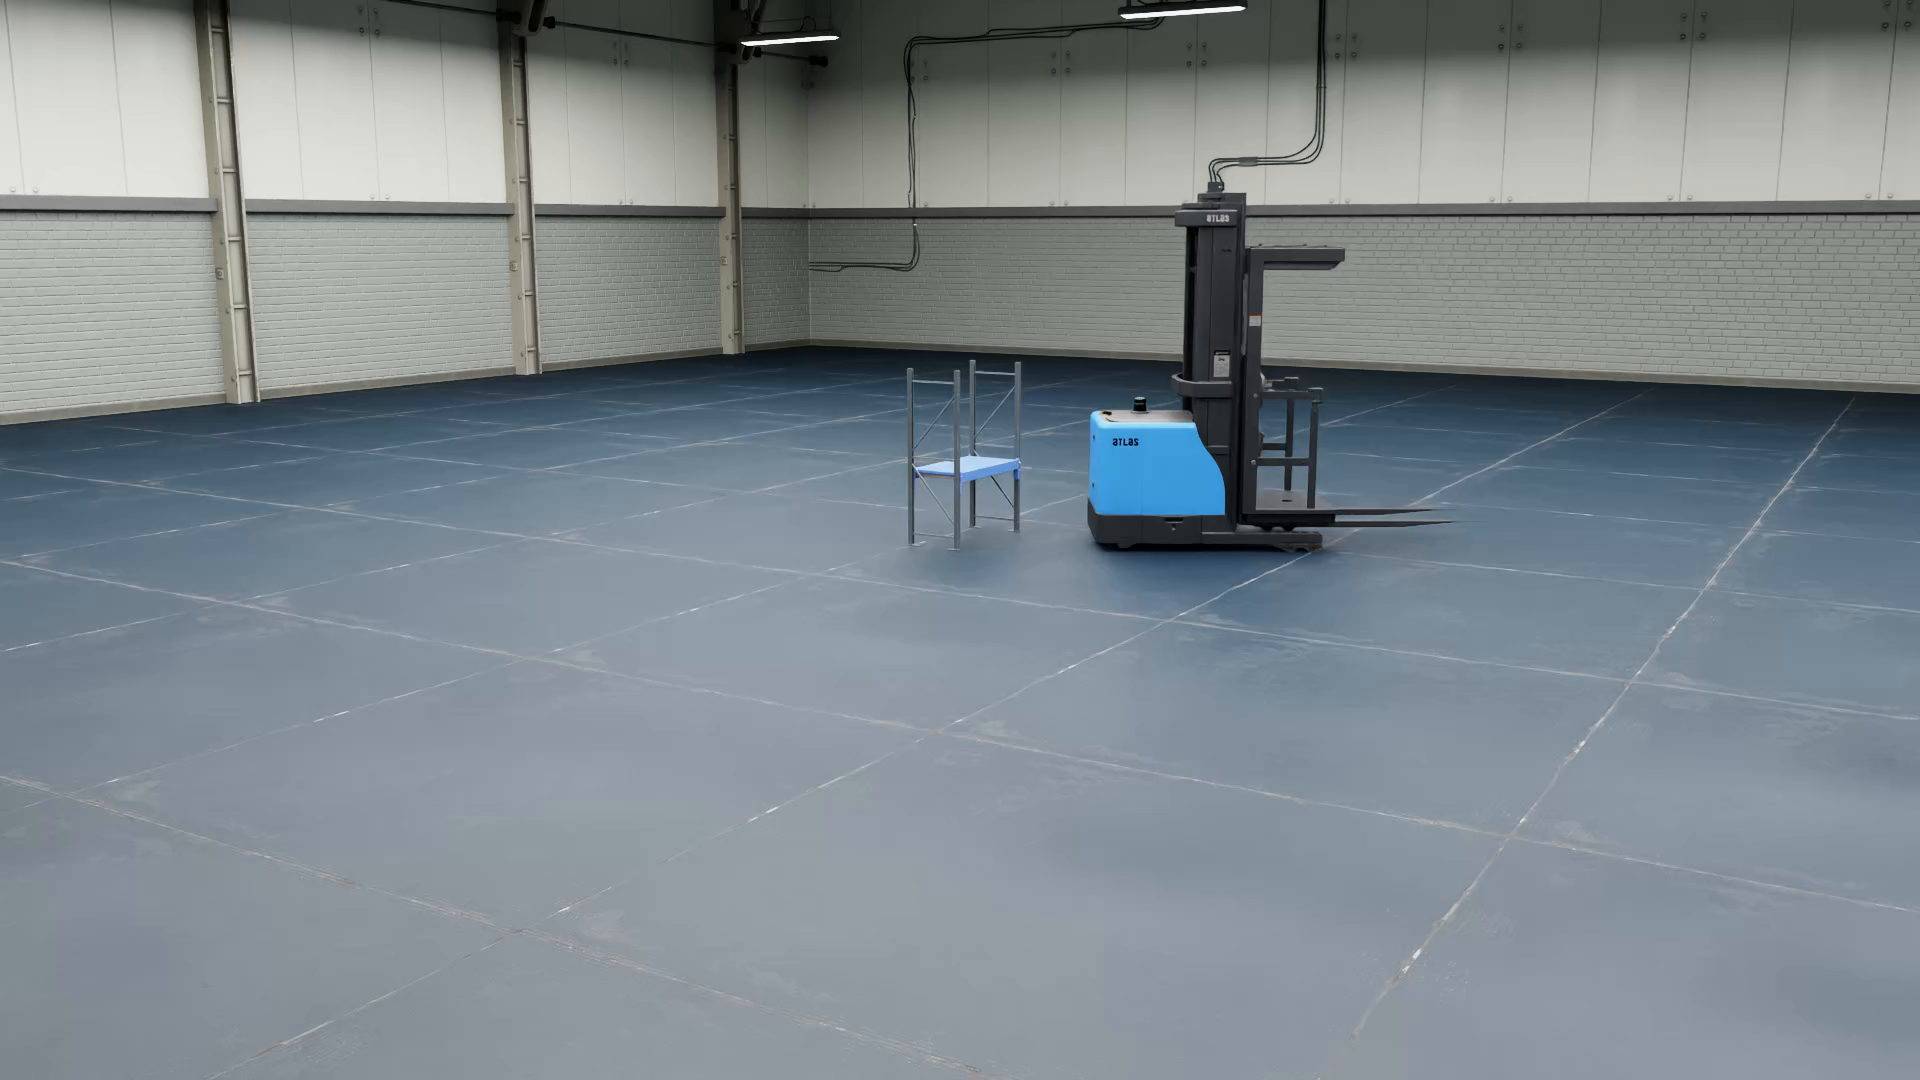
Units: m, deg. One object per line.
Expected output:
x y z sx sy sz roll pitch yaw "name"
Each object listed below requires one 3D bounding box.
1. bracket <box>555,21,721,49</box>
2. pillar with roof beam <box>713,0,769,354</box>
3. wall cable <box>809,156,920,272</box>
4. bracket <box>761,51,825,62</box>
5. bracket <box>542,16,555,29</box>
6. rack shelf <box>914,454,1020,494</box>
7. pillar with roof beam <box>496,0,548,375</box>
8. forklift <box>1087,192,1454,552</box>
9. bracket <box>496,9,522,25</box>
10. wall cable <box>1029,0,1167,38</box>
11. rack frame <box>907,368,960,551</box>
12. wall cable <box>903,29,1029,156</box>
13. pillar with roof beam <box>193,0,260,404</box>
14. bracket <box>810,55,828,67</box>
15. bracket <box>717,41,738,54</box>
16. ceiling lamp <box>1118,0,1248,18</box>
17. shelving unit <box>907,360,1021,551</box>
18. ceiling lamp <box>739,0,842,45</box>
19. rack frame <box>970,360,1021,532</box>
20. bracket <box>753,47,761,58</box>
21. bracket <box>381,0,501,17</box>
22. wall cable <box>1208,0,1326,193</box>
-6.136 -9.713 32.016 0.076 0.066 4.783 6 12 31 "bracket"
-1.207 -8.037 32.844 9.100 9.000 0.548 6 12 31 "pillar with roof beam"
-2.226 -7.259 37.127 3.097 2.526 0.112 6 12 31 "wall cable"
-3.443 -10.529 36.372 0.076 0.066 3.189 6 12 31 "bracket"
-7.482 -9.305 29.837 0.235 0.232 0.430 6 12 31 "bracket"
0.044 -0.574 14.335 0.538 0.185 1.000 6 12 31 "rack shelf"
-4.322 -7.093 27.804 9.100 9.000 0.548 6 12 31 "pillar with roof beam"
2.647 -1.438 14.086 3.031 2.935 1.130 0 11 0 "forklift"
-7.913 -9.175 29.140 0.235 0.232 0.430 6 12 31 "bracket"
2.731 -11.423 33.284 3.097 2.526 0.112 6 12 31 "wall cable"
-0.220 -0.671 13.875 0.500 1.500 0.032 6 12 31 "rack frame"
0.086 -9.483 35.281 3.097 2.526 0.112 6 12 31 "wall cable"
-7.437 -6.150 22.763 9.100 9.000 0.400 6 12 31 "pillar with roof beam"
-3.137 -10.622 36.868 0.235 0.232 0.430 6 12 31 "bracket"
-4.798 -10.118 34.180 0.235 0.232 0.430 6 12 31 "bracket"
3.483 -9.550 25.063 2.000 3.185 0.800 6 12 31 "ceiling lamp"
0.044 -0.751 14.302 0.538 1.500 1.048 6 12 31 "shelving unit"
-2.833 -10.256 28.834 2.000 3.185 0.800 6 12 31 "ceiling lamp"
0.308 -0.831 14.729 0.500 1.500 0.032 6 12 31 "rack frame"
-4.367 -10.249 34.877 0.235 0.232 0.430 6 12 31 "bracket"
-9.251 -8.770 26.975 0.076 0.066 4.783 6 12 31 "bracket"
5.879 -9.547 31.670 2.305 6.003 0.169 6 12 31 "wall cable"
